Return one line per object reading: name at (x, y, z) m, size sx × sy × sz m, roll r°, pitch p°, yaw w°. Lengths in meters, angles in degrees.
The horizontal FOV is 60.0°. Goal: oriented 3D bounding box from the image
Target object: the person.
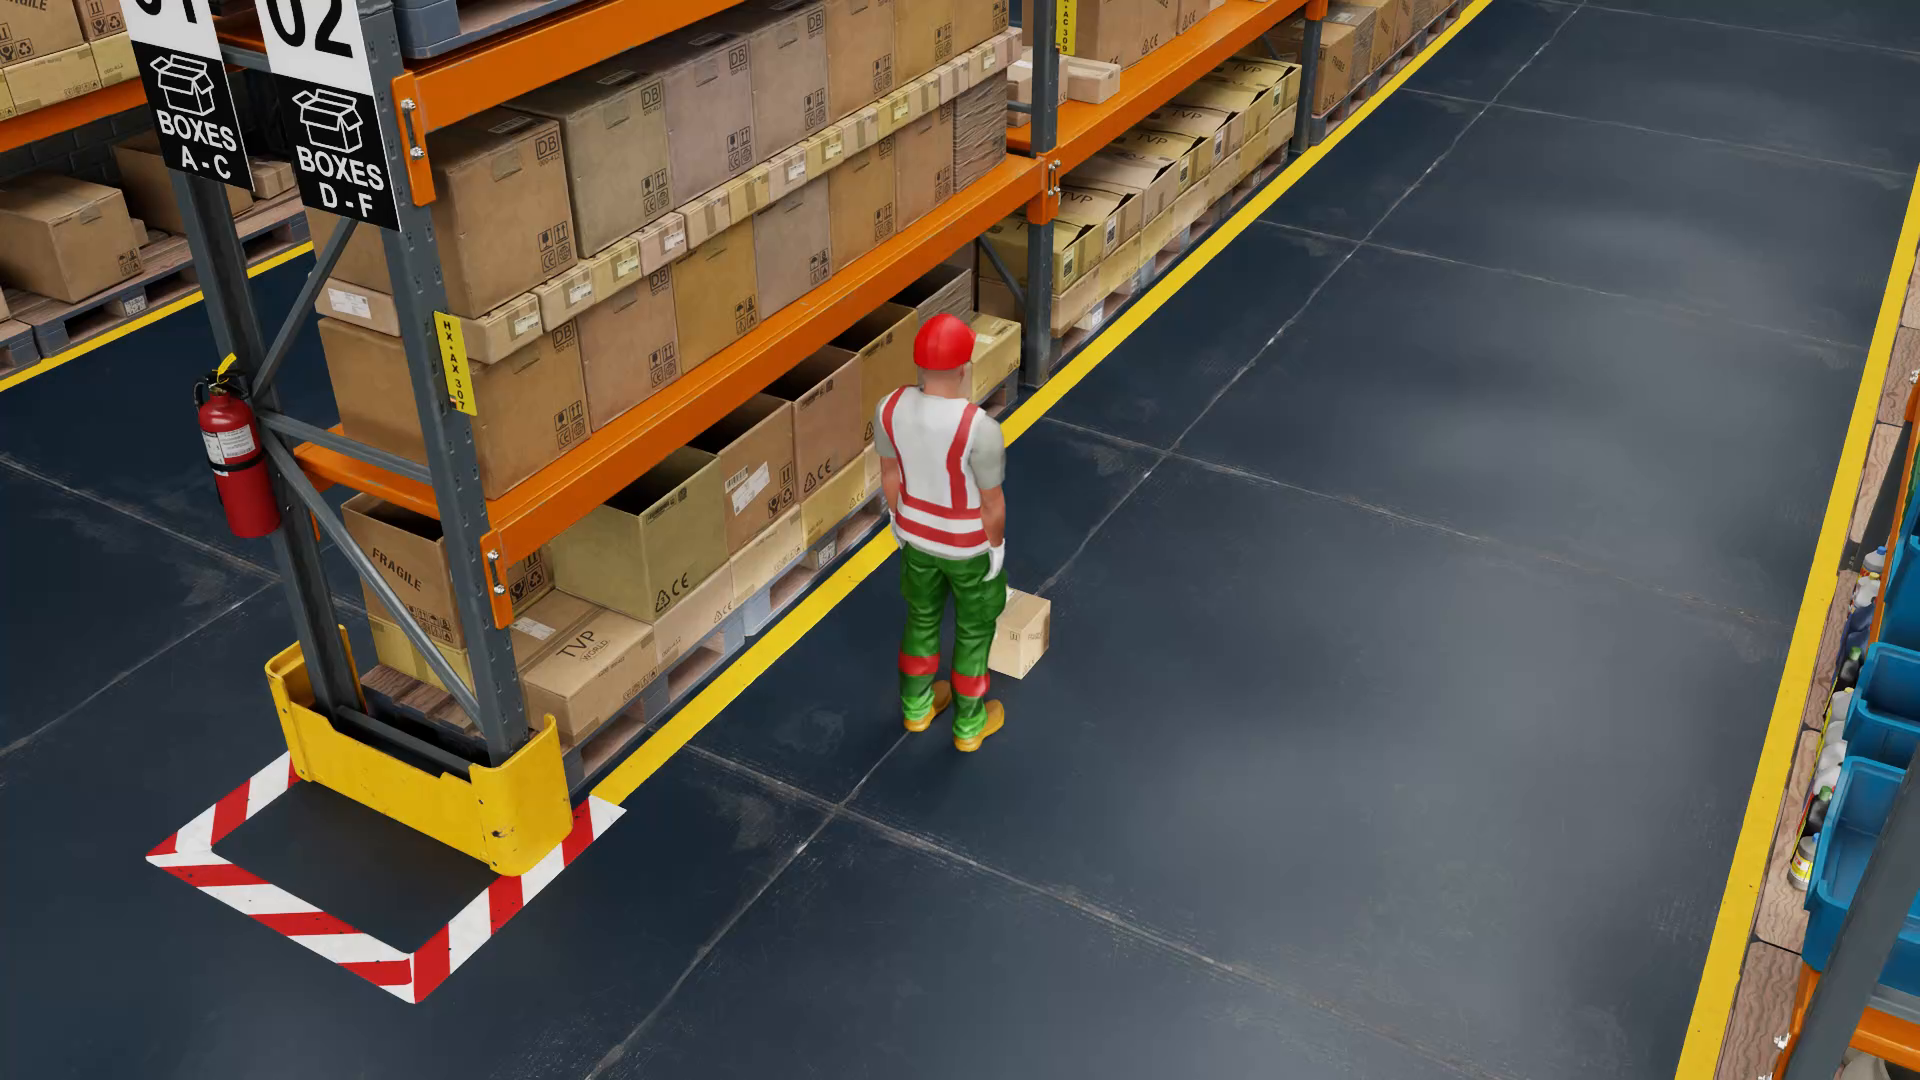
person at (-0.051, -0.018, 6.149) m, size 0.525 × 1.783 × 0.338 m, roll 18°, pitch 38°, yaw 25°
